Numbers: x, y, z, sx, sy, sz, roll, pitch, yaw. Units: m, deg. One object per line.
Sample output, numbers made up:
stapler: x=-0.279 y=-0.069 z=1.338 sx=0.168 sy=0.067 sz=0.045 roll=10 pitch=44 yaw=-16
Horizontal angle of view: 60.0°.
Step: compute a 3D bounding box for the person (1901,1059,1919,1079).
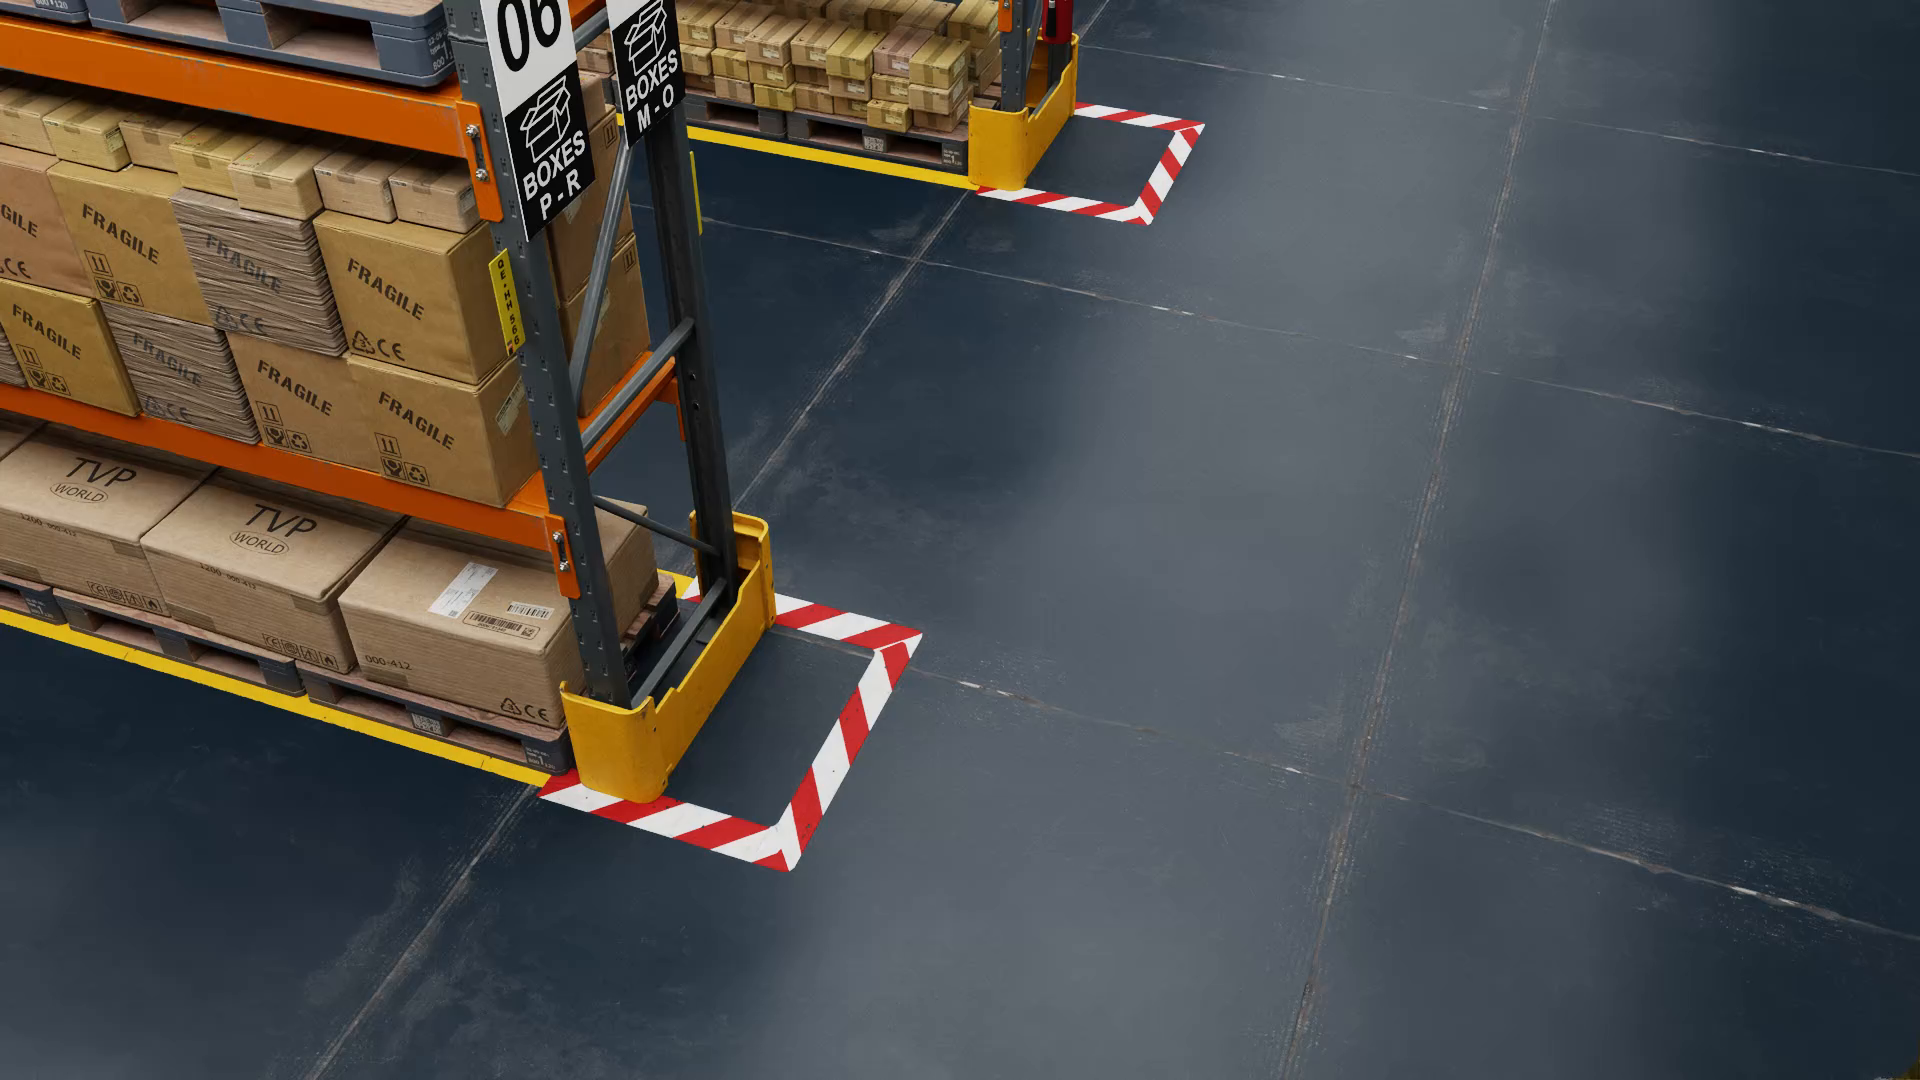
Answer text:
person: x=3.154 y=1.260 z=4.718 sx=0.396 sy=1.787 sz=0.555 roll=21 pitch=45 yaw=22
